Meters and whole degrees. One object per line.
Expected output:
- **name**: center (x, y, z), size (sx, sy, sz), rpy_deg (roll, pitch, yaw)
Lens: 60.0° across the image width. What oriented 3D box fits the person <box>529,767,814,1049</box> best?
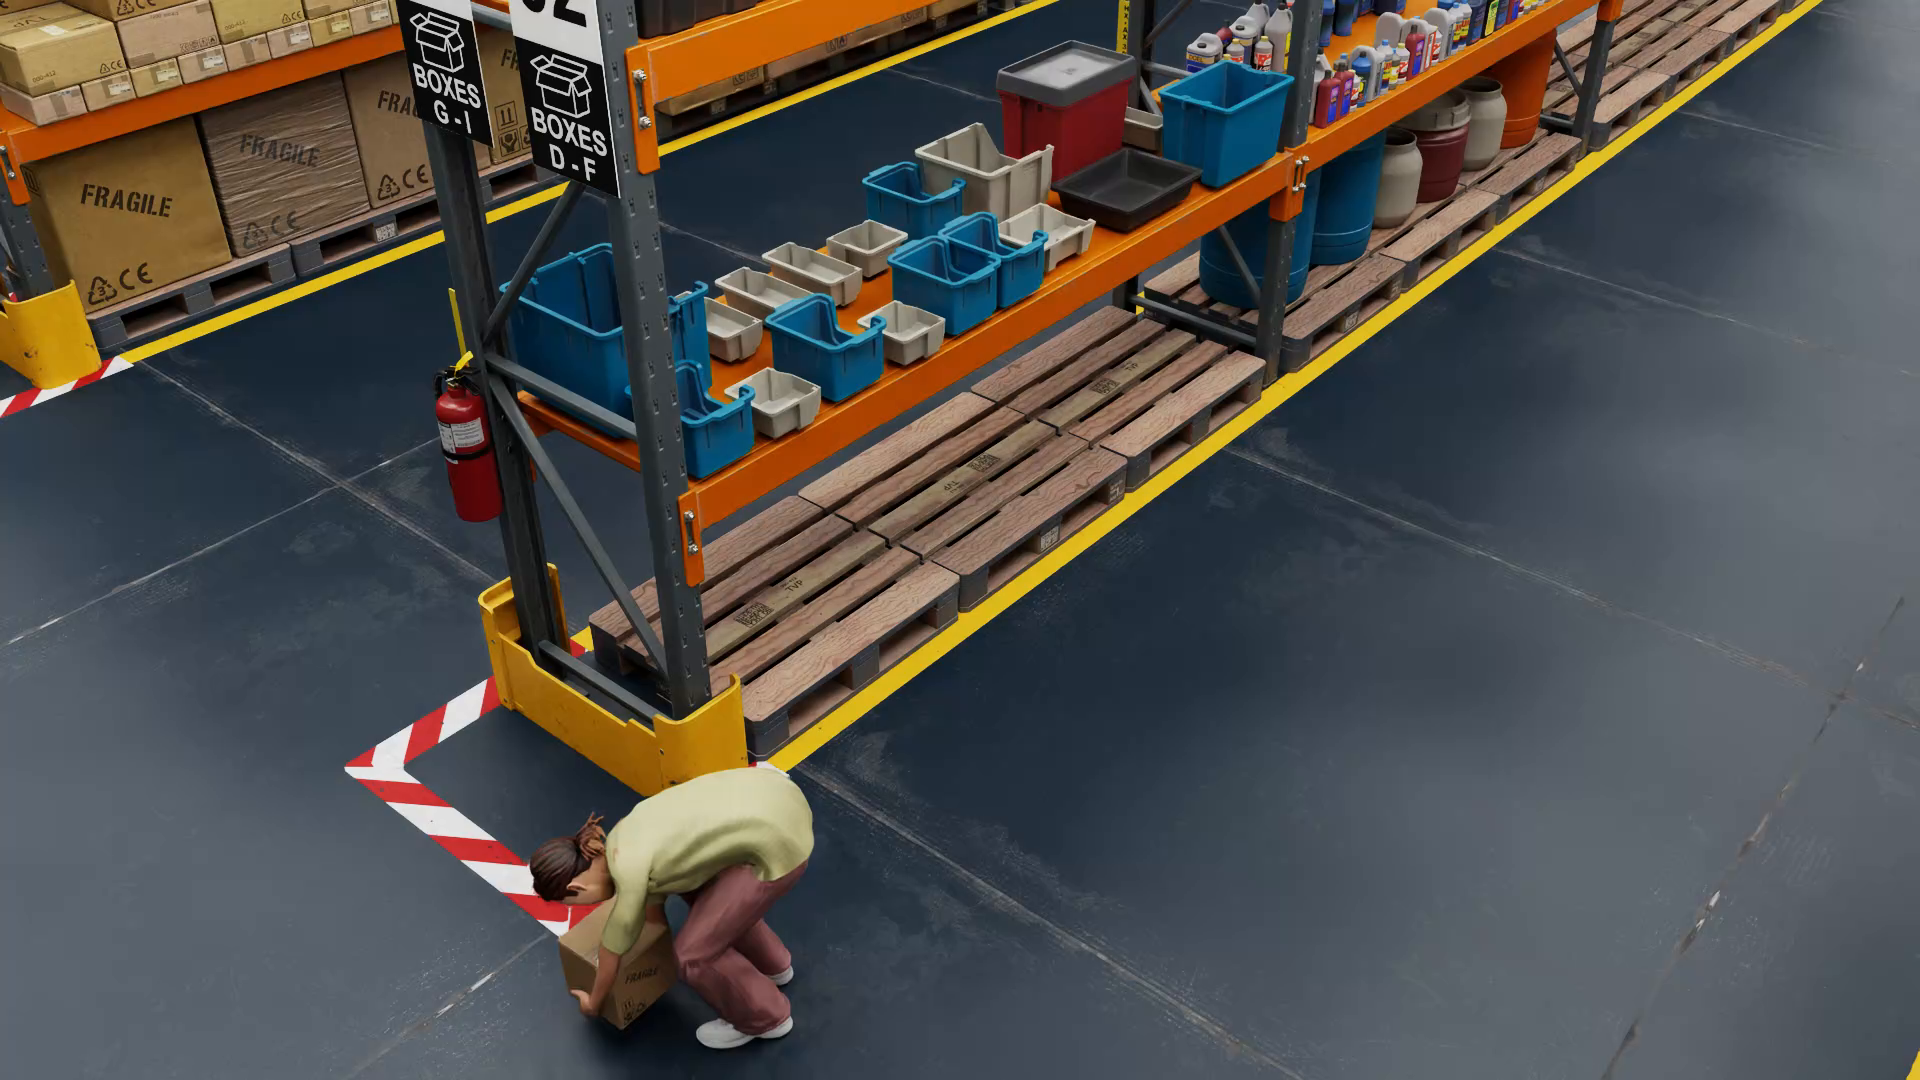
- **person**: center (-0.866, 1.146, 5.149), size (0.854, 0.948, 0.461), rpy_deg (-5, 35, -6)
